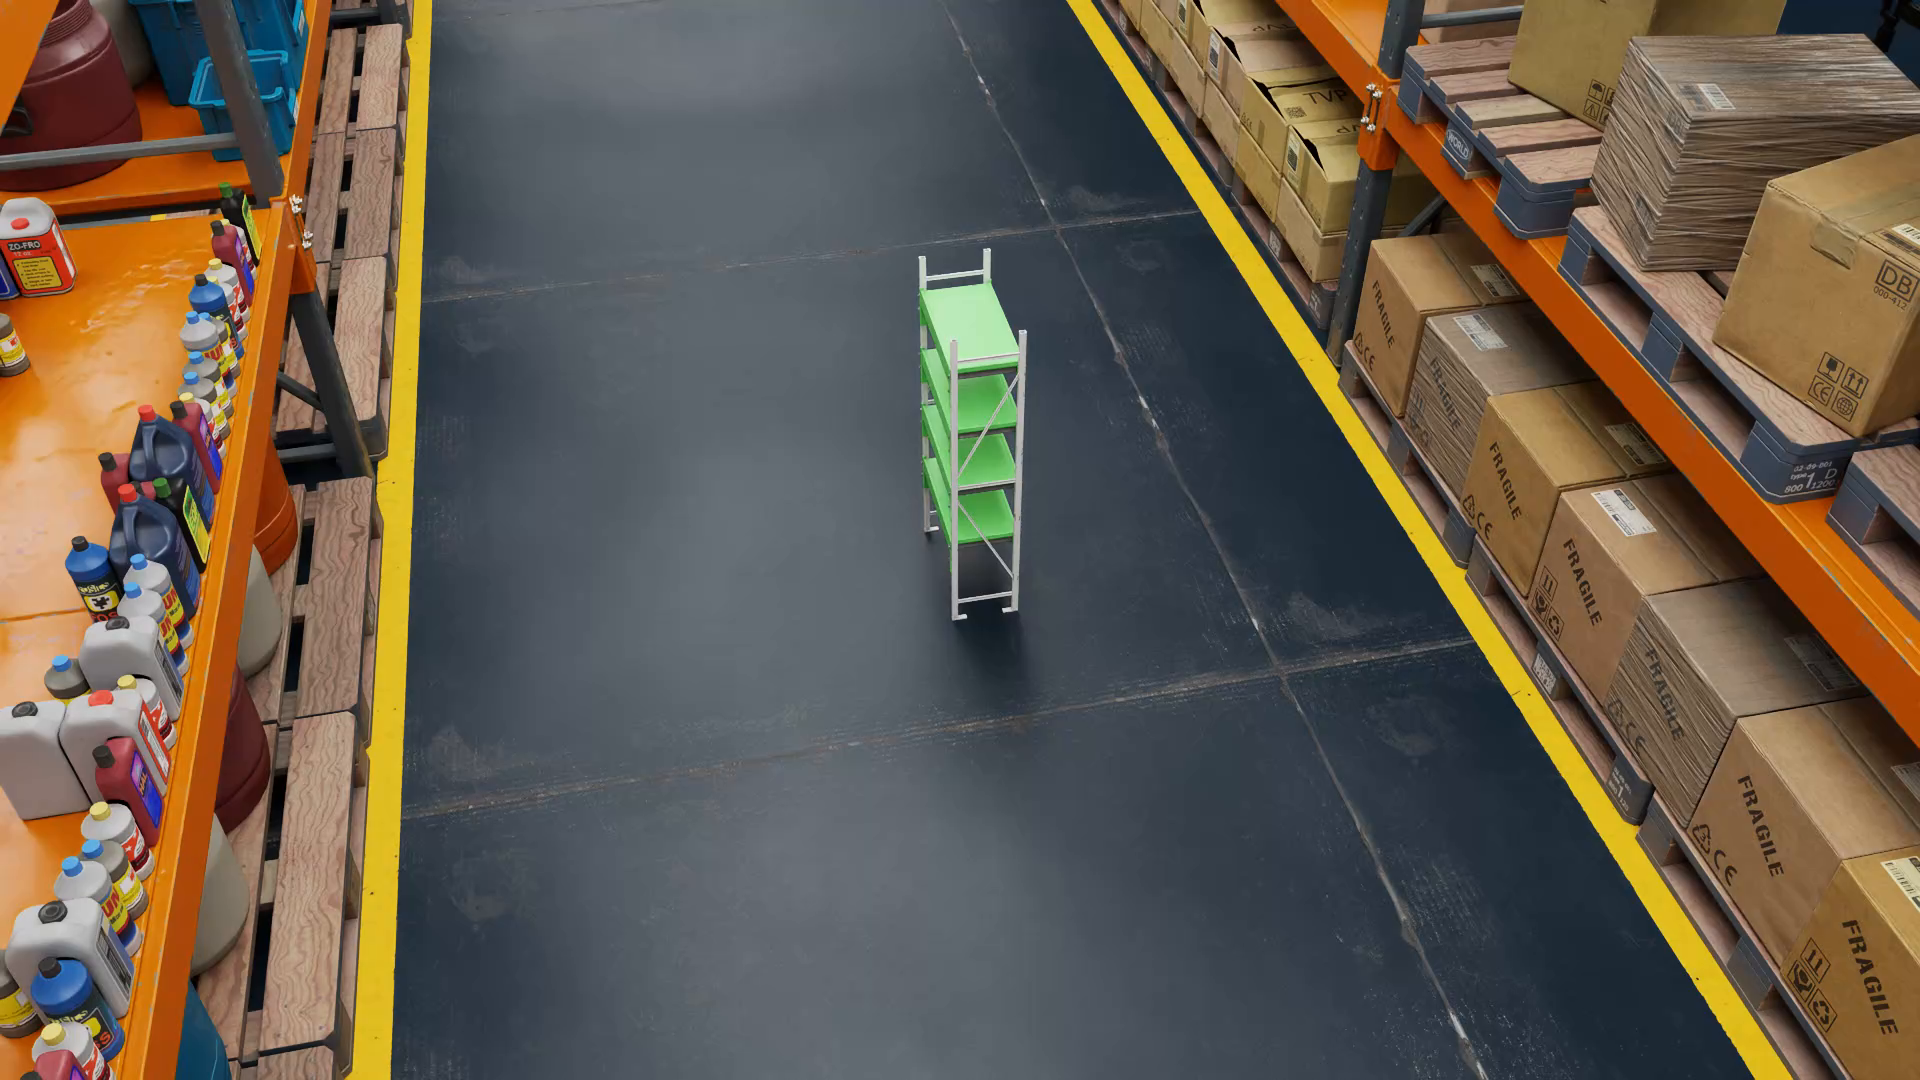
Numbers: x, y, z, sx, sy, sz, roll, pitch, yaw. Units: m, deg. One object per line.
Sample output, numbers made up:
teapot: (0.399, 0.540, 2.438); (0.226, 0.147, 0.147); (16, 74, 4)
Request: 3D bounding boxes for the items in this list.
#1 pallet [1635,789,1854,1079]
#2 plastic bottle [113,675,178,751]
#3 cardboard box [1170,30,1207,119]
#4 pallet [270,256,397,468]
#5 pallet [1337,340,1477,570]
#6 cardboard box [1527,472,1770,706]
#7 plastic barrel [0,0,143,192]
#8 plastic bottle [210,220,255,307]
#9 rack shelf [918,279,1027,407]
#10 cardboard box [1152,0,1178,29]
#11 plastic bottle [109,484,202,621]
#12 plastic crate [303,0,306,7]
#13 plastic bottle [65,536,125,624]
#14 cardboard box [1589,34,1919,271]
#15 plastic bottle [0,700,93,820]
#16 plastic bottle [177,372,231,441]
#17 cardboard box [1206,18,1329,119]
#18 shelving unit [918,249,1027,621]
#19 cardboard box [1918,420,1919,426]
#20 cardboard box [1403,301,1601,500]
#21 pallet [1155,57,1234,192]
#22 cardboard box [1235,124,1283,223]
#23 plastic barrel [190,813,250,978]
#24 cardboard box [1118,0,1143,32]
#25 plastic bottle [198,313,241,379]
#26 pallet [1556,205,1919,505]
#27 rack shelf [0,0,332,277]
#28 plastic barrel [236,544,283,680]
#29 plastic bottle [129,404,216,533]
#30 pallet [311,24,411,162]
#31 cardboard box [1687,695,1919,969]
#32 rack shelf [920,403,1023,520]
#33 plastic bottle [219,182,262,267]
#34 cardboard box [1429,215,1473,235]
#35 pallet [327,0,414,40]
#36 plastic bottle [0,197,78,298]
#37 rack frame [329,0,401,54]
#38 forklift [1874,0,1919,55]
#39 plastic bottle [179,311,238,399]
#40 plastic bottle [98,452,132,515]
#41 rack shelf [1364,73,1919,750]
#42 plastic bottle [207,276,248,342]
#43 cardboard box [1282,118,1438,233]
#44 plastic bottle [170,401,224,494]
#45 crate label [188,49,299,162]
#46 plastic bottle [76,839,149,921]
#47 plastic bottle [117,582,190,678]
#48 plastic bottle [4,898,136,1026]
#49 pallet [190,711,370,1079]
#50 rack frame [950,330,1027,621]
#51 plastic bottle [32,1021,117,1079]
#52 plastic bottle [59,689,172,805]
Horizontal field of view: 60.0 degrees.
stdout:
pallet: (2.724, 1.156, 4.788); (1.003, 0.211, 1.213); (-8, 42, -9)
plastic bottle: (-1.827, 0.383, 3.709); (0.097, 0.201, 0.097); (0, 42, 0)
cardboard box: (1.387, -2.385, 8.433); (0.500, 0.250, 0.500); (-8, 42, -8)
pallet: (-2.894, -0.715, 6.897); (1.003, 0.211, 1.213); (-8, 42, -9)
pallet: (2.197, -0.425, 6.570); (1.003, 0.211, 1.213); (-8, 42, -9)
cardboard box: (2.232, 0.151, 5.372); (0.500, 0.500, 0.500); (-10, 43, -11)
plastic barrel: (-3.160, -1.558, 5.644); (0.600, 0.536, 0.708); (-8, 42, -9)
plastic bottle: (-2.211, -0.856, 5.043); (0.061, 0.283, 0.133); (-8, 42, -9)
rack shelf: (0.036, -0.653, 5.455); (0.258, 0.148, 0.480); (-8, 42, -9)
cardboard box: (1.271, -2.925, 8.618); (0.500, 0.311, 0.500); (-10, 43, -11)
plastic bottle: (-1.951, 0.026, 3.999); (0.144, 0.351, 0.185); (-8, 42, -9)
plastic crate: (-2.814, -2.365, 6.607); (0.402, 0.464, 0.583); (-8, 42, -9)
plastic bottle: (-2.060, 0.101, 3.974); (0.097, 0.271, 0.097); (0, 42, 0)
cardboard box: (2.330, -1.140, 4.883); (0.700, 0.500, 0.500); (-1, 42, -1)
plastic bottle: (-1.977, 0.456, 3.570); (0.152, 0.276, 0.135); (-8, 42, -9)
plastic bottle: (-2.078, -0.369, 4.556); (0.097, 0.201, 0.097); (0, 42, 0)
cardboard box: (1.495, -2.264, 7.873); (0.500, 0.311, 0.500); (-9, 42, -10)
shelving unit: (0.036, -0.341, 5.731); (0.258, 1.200, 0.503); (-8, 42, -9)
cardboard box: (2.842, -0.335, 3.976); (0.700, 0.500, 0.500); (-2, 42, -2)
cardboard box: (2.011, -0.513, 6.120); (0.500, 0.500, 0.500); (-10, 43, -11)
pallet: (1.674, -2.243, 8.618); (1.003, 0.211, 1.213); (-8, 42, -9)
cardboard box: (1.607, -1.726, 7.690); (0.500, 0.250, 0.500); (-9, 42, -10)
plastic barrel: (-2.189, 0.923, 4.508); (0.421, 0.512, 0.421); (0, 42, 0)
cardboard box: (1.164, -3.051, 9.182); (0.500, 0.250, 0.500); (-7, 42, -8)
plastic bottle: (-2.141, -0.559, 4.769); (0.097, 0.201, 0.097); (0, 42, 0)
pallet: (2.497, -0.626, 4.840); (1.003, 0.211, 1.213); (-8, 42, -9)
rack shelf: (-3.196, -2.278, 7.098); (1.077, 0.370, 4.000); (-8, 42, -9)
plastic barrel: (-2.433, 0.191, 5.333); (0.421, 0.512, 0.421); (0, 42, 0)
plastic bottle: (-2.020, -0.181, 4.231); (0.144, 0.351, 0.185); (-8, 42, -9)
pallet: (-3.420, -2.297, 8.678); (1.003, 0.211, 1.213); (-8, 42, -9)
cardboard box: (2.452, 0.805, 4.635); (0.500, 0.500, 0.500); (-8, 42, -9)
rack shelf: (0.036, -0.294, 5.773); (0.258, 0.148, 0.480); (-8, 42, -9)
plastic bottle: (-2.260, -1.005, 5.211); (0.061, 0.283, 0.133); (-8, 42, -9)
cardboard box: (2.247, -1.468, 7.399); (0.500, 0.250, 0.500); (-8, 42, -9)
pallet: (-3.732, -3.242, 9.743); (1.003, 0.211, 1.213); (-8, 42, -9)
plastic bottle: (-2.838, -0.899, 5.096); (0.152, 0.276, 0.135); (-8, 42, -9)
rack frame: (-3.628, -3.843, 8.320); (1.000, 3.000, 0.127); (-8, 42, -9)
forklift: (4.336, -2.193, 6.513); (1.130, 2.935, 3.031); (-9, 42, -10)
plastic bottle: (-2.120, -0.522, 4.675); (0.097, 0.271, 0.097); (0, 42, 0)
plastic bottle: (-2.115, -0.124, 4.218); (0.061, 0.283, 0.133); (-8, 42, -9)
rack shelf: (2.505, -0.392, 4.974); (1.077, 0.370, 4.000); (-8, 42, -9)
plastic bottle: (-2.183, -0.685, 4.912); (0.097, 0.201, 0.097); (0, 42, 0)
cardboard box: (1.720, -1.600, 7.126); (0.500, 0.311, 0.500); (-7, 42, -8)
plastic bottle: (-2.014, -0.265, 4.376); (0.061, 0.283, 0.133); (-8, 42, -9)
crate label: (-2.489, -1.514, 5.823); (0.303, 0.233, 0.416); (-8, 42, -9)
plastic bottle: (-1.727, 0.683, 3.371); (0.097, 0.201, 0.097); (0, 42, 0)
plastic bottle: (-1.877, 0.206, 3.855); (0.097, 0.271, 0.097); (0, 42, 0)
plastic bottle: (-1.708, 0.797, 3.186); (0.152, 0.276, 0.135); (-8, 42, -9)
pallet: (-2.294, 1.087, 4.867); (1.003, 0.211, 1.213); (-8, 42, -9)
rack frame: (0.088, -0.183, 5.553); (0.240, 1.200, 0.015); (-8, 42, -9)
plastic bottle: (-1.635, 0.959, 3.059); (0.097, 0.201, 0.097); (0, 42, 0)
plastic bottle: (-1.829, 0.434, 3.595); (0.152, 0.276, 0.135); (-8, 42, -9)
